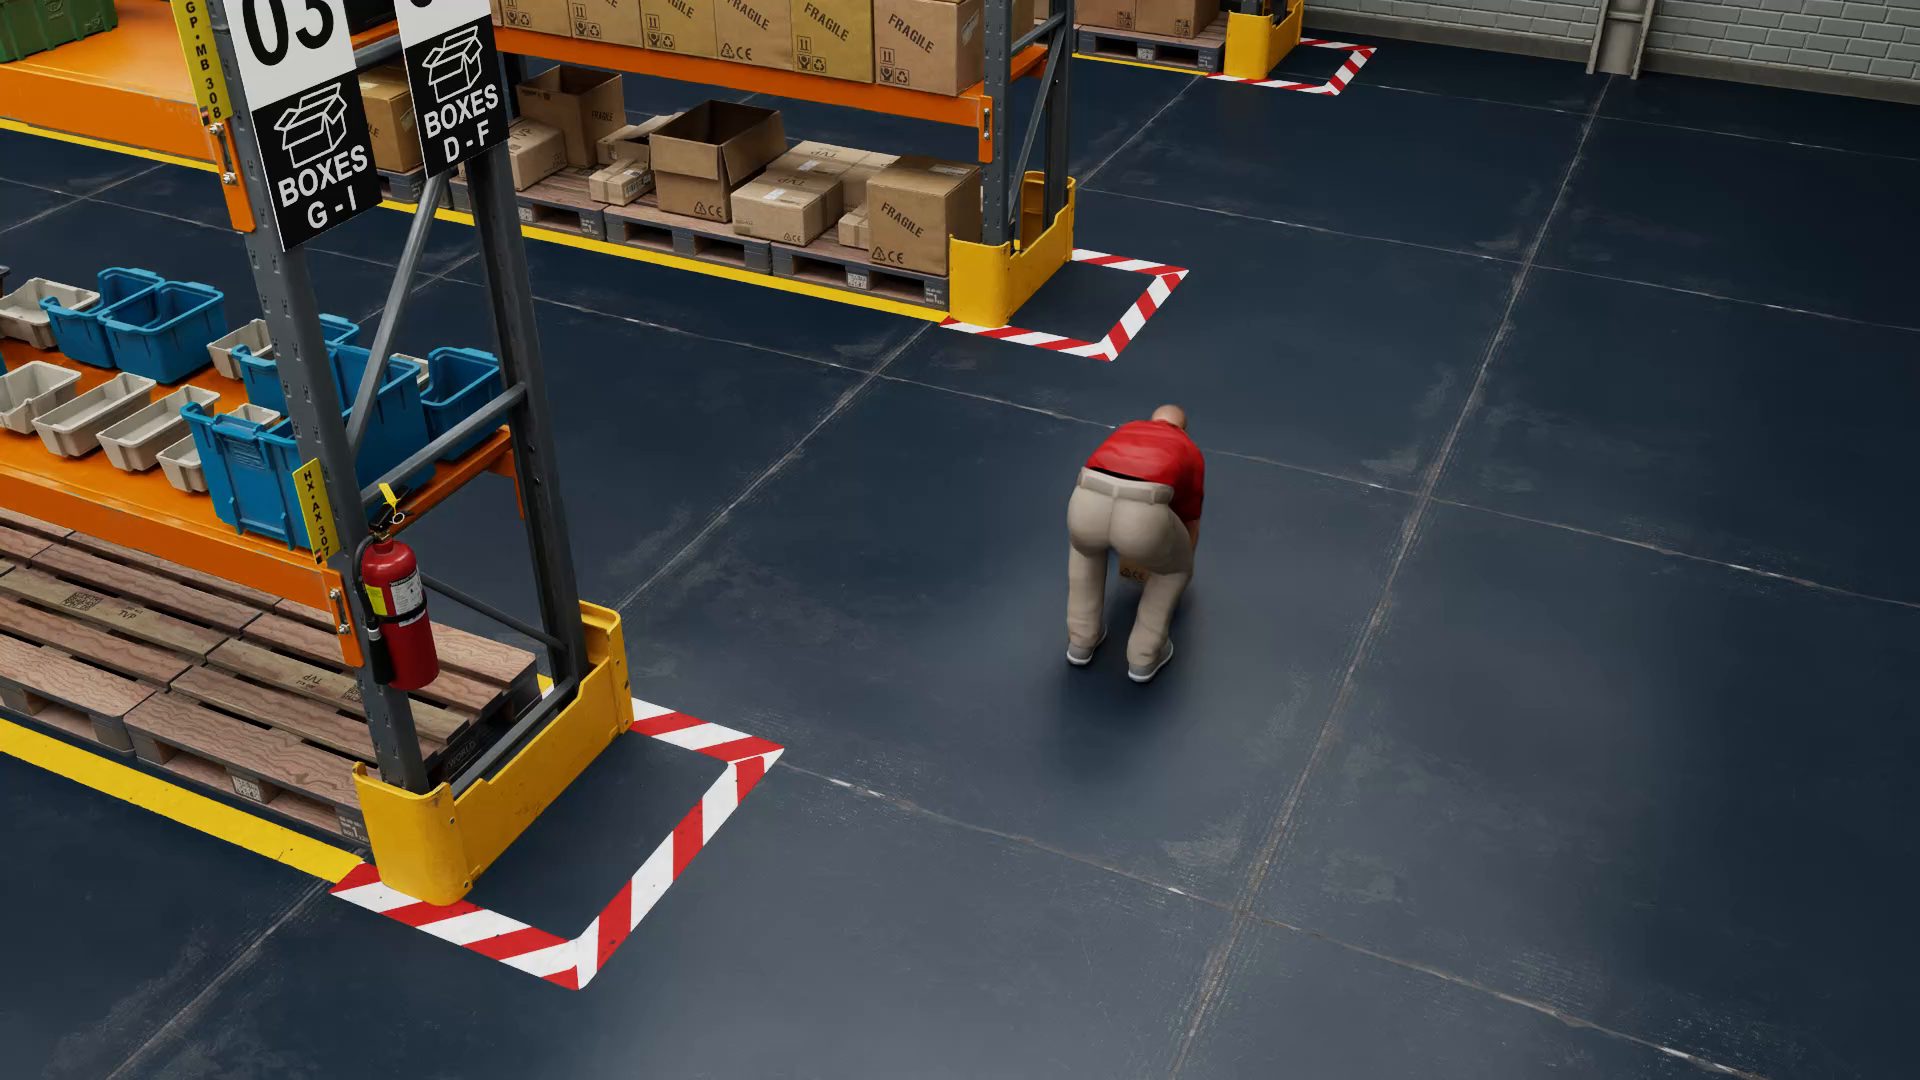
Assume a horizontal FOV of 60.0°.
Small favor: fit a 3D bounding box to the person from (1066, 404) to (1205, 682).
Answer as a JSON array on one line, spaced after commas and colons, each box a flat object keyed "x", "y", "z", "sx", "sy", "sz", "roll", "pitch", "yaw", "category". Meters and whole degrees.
[{"x": 0.739, "y": -0.034, "z": 6.868, "sx": 0.524, "sy": 1.002, "sz": 0.961, "roll": 13, "pitch": 36, "yaw": 18, "category": "person"}]
